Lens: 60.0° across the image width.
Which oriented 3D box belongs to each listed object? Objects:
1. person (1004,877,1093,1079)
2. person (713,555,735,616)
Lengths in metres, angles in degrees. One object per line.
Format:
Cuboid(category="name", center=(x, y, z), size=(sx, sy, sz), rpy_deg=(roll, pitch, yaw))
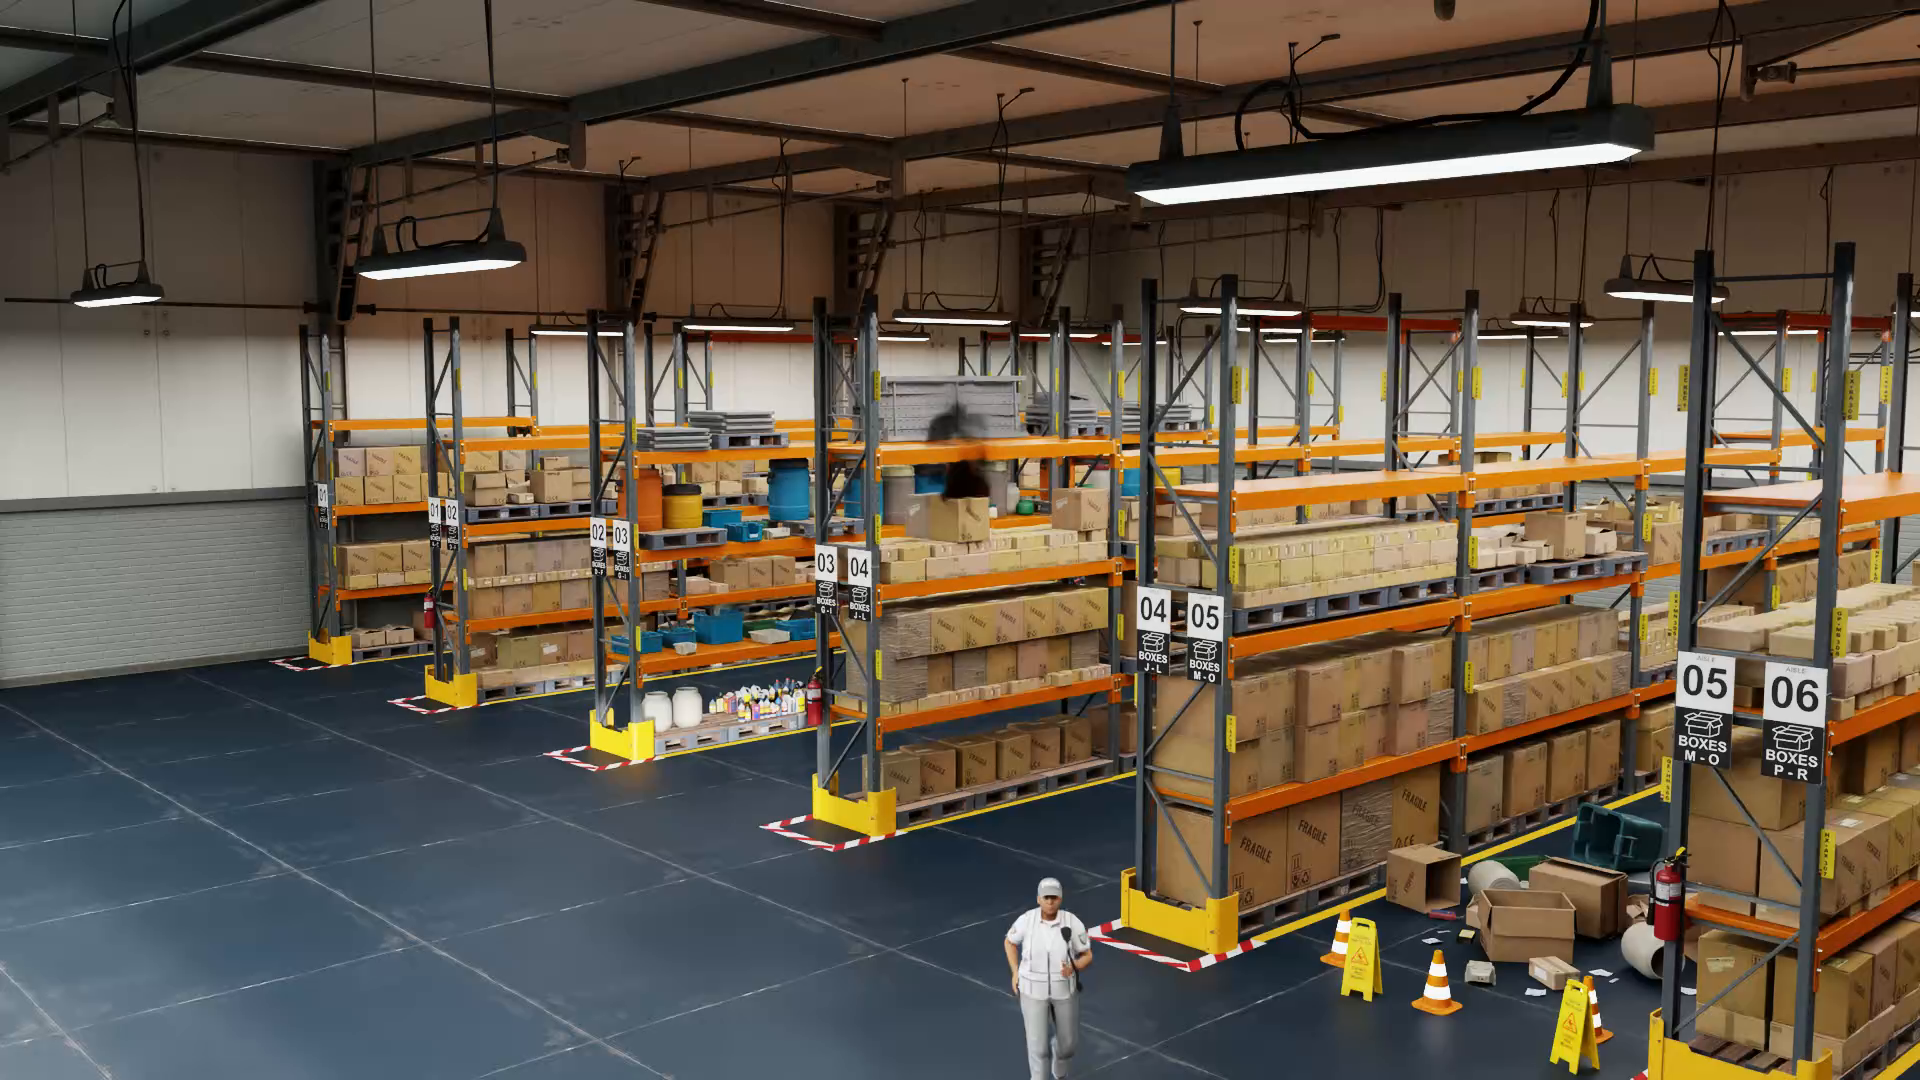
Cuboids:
Cuboid(category="person", center=(0.621, 3.169, 11.655), size=(0.618, 1.639, 0.878), rpy_deg=(0, 6, -1))
Cuboid(category="person", center=(-4.427, 1.135, 31.402), size=(0.542, 1.755, 0.661), rpy_deg=(-5, 8, -41))
